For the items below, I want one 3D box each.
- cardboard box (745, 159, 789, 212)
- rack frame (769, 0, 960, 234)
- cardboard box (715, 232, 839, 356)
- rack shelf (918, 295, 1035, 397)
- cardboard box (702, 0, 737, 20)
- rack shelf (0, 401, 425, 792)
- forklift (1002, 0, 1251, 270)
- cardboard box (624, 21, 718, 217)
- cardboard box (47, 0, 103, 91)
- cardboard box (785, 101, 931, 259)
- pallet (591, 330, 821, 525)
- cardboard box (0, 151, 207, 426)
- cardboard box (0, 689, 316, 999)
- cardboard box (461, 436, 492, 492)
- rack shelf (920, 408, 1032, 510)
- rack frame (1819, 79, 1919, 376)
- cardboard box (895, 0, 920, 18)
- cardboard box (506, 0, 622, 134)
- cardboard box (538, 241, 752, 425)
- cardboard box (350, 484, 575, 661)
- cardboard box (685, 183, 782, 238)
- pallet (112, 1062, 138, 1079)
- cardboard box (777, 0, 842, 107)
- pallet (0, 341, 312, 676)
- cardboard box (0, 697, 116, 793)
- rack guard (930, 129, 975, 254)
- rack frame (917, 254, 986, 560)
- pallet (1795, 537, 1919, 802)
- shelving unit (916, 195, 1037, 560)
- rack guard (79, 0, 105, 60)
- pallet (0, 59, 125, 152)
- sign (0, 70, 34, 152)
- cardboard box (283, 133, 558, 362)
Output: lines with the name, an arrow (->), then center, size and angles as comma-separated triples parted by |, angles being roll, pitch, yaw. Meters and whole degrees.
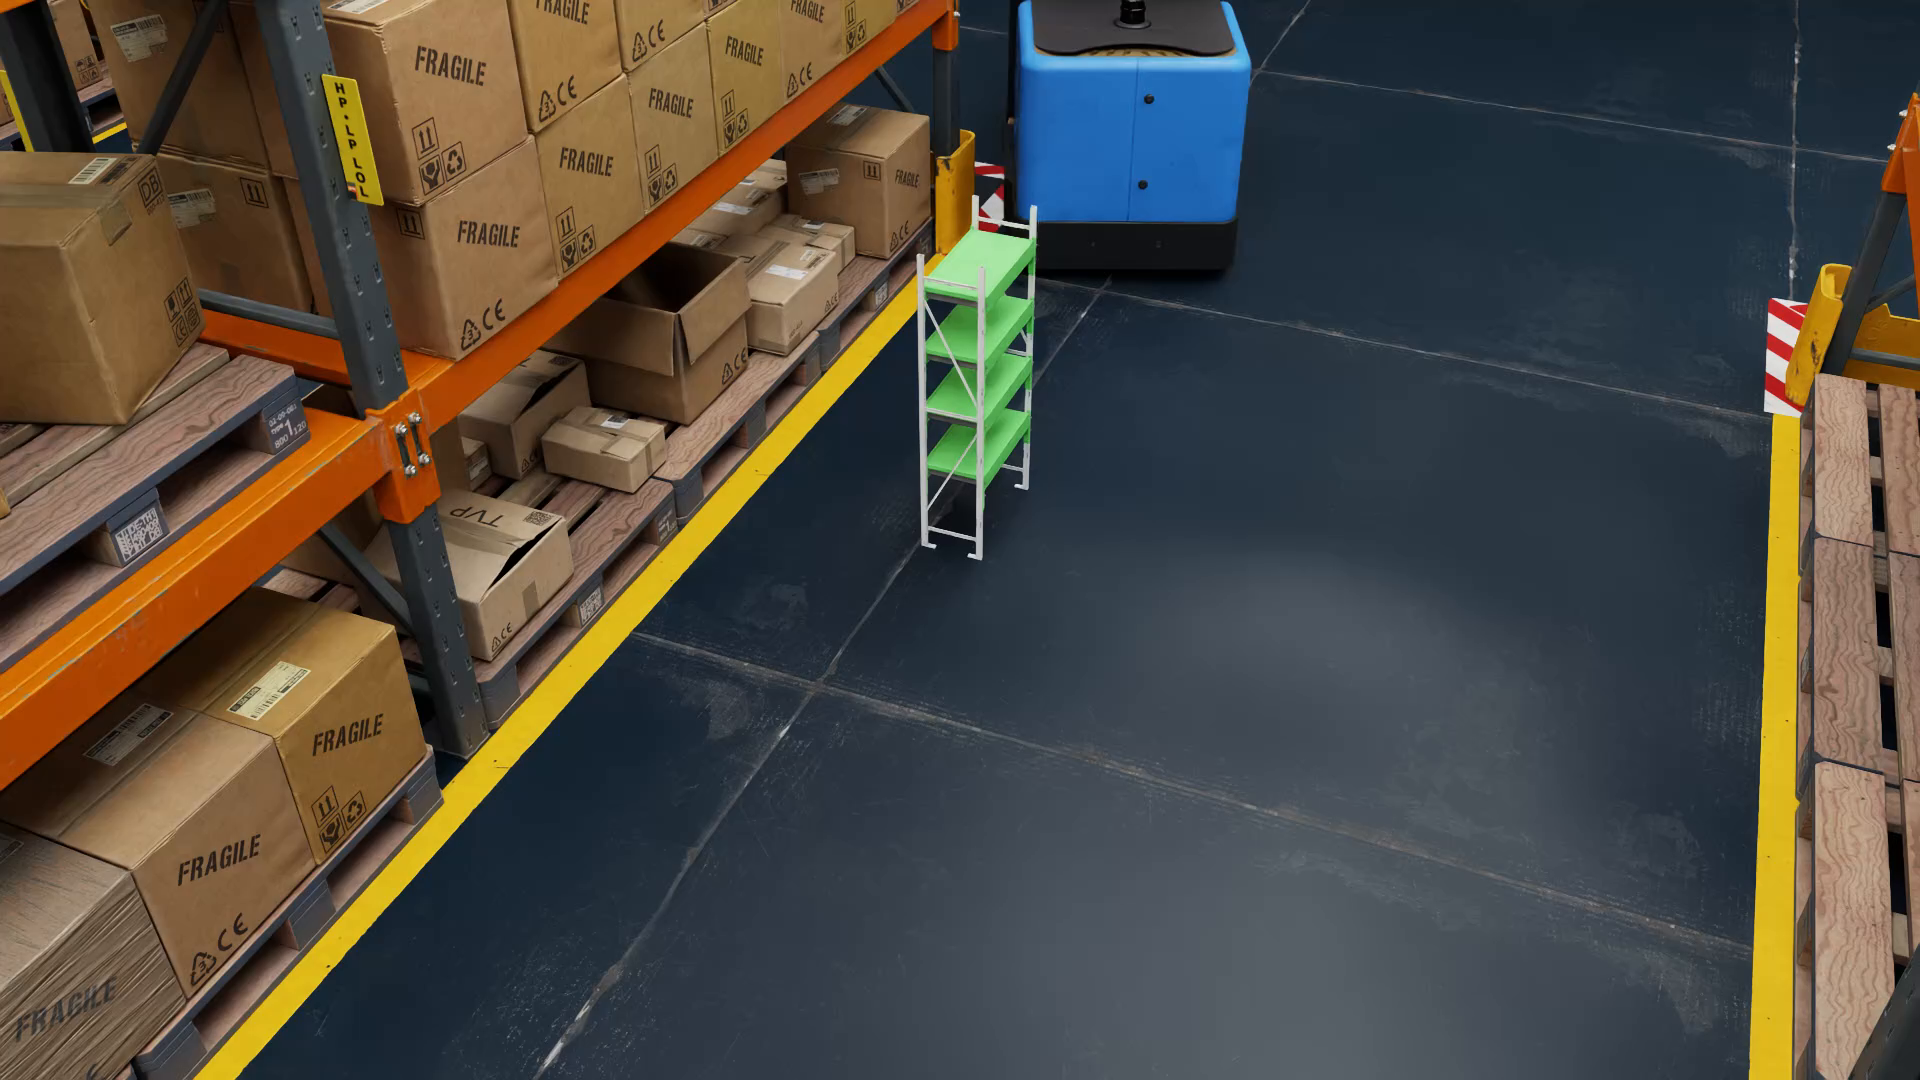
cardboard box -> -0.962, -1.737, 8.082 | 0.380, 0.149, 0.250 | 14, 39, 18
rack frame -> -0.485, -2.856, 7.565 | 1.000, 3.000, 0.127 | 14, 39, 18
cardboard box -> -0.853, -1.054, 7.084 | 0.500, 0.250, 0.500 | 14, 39, 18
rack shelf -> 0.063, -0.713, 5.908 | 0.258, 0.148, 0.480 | 14, 39, 18
cardboard box -> -0.979, -2.135, 5.682 | 0.500, 0.500, 0.500 | 15, 39, 19
rack shelf -> -2.768, 0.754, 3.336 | 1.077, 0.370, 4.000 | 14, 39, 18
forklift -> 0.791, -3.297, 8.213 | 1.130, 2.935, 3.031 | 0, 37, 0
cardboard box -> -1.176, -1.462, 5.617 | 0.500, 0.500, 0.500 | 14, 39, 18
cardboard box -> -5.241, -2.739, 9.146 | 0.700, 0.500, 0.500 | 14, 39, 18
cardboard box -> -0.464, -1.674, 7.704 | 0.500, 0.500, 0.500 | 14, 39, 18
pallet -> -1.282, -0.582, 6.853 | 1.003, 0.211, 1.213 | 14, 39, 18
cardboard box -> -2.394, -0.638, 4.164 | 0.700, 0.500, 0.500 | 2, 37, 2
cardboard box -> -2.125, 0.794, 4.403 | 0.500, 0.500, 0.500 | 14, 39, 18
cardboard box -> -1.965, -0.277, 6.129 | 0.380, 0.149, 0.250 | 14, 39, 18
rack shelf -> 0.063, -0.329, 6.195 | 0.258, 0.148, 0.480 | 14, 39, 18
rack frame -> 4.095, -1.725, 6.053 | 1.000, 3.000, 0.127 | 14, 39, 18
cardboard box -> -0.403, -2.586, 7.121 | 0.500, 0.500, 0.500 | 15, 39, 19
cardboard box -> -1.371, -1.564, 4.919 | 0.500, 0.500, 0.500 | 13, 39, 16
cardboard box -> -1.296, -0.859, 6.611 | 0.797, 0.503, 0.637 | 14, 39, 18
cardboard box -> -1.647, 0.076, 5.521 | 0.500, 0.311, 0.500 | 14, 39, 18
cardboard box -> -1.144, -1.417, 7.570 | 0.500, 0.250, 0.500 | 14, 39, 18
pallet -> -2.744, 1.613, 3.916 | 1.003, 0.211, 1.213 | 14, 39, 18
cardboard box -> -0.792, -2.023, 6.367 | 0.500, 0.500, 0.500 | 14, 39, 18
pallet -> -2.412, -0.147, 4.101 | 1.003, 0.211, 1.213 | 14, 39, 18
cardboard box -> -2.609, 0.694, 4.536 | 0.500, 0.500, 0.500 | 14, 39, 18
rack guard -> -0.514, -1.813, 8.257 | 1.175, 0.500, 0.348 | 14, 39, 18
rack frame -> -0.030, -0.437, 5.833 | 0.240, 1.200, 0.015 | 14, 39, 18
pallet -> 3.279, 0.512, 5.388 | 1.003, 0.211, 1.213 | 14, 39, 18
shelving unit -> 0.063, -0.572, 6.013 | 0.258, 1.200, 0.503 | 14, 39, 18
rack guard -> -5.058, -2.994, 9.838 | 1.175, 0.500, 0.348 | 14, 39, 18
pallet -> -5.299, -2.405, 9.291 | 1.003, 0.211, 1.213 | 14, 39, 18
sign -> -2.511, -1.107, 4.503 | 0.100, 0.325, 0.005 | 14, 39, 18
cardboard box -> -1.561, -0.901, 4.867 | 0.500, 0.500, 0.500 | 15, 39, 19
